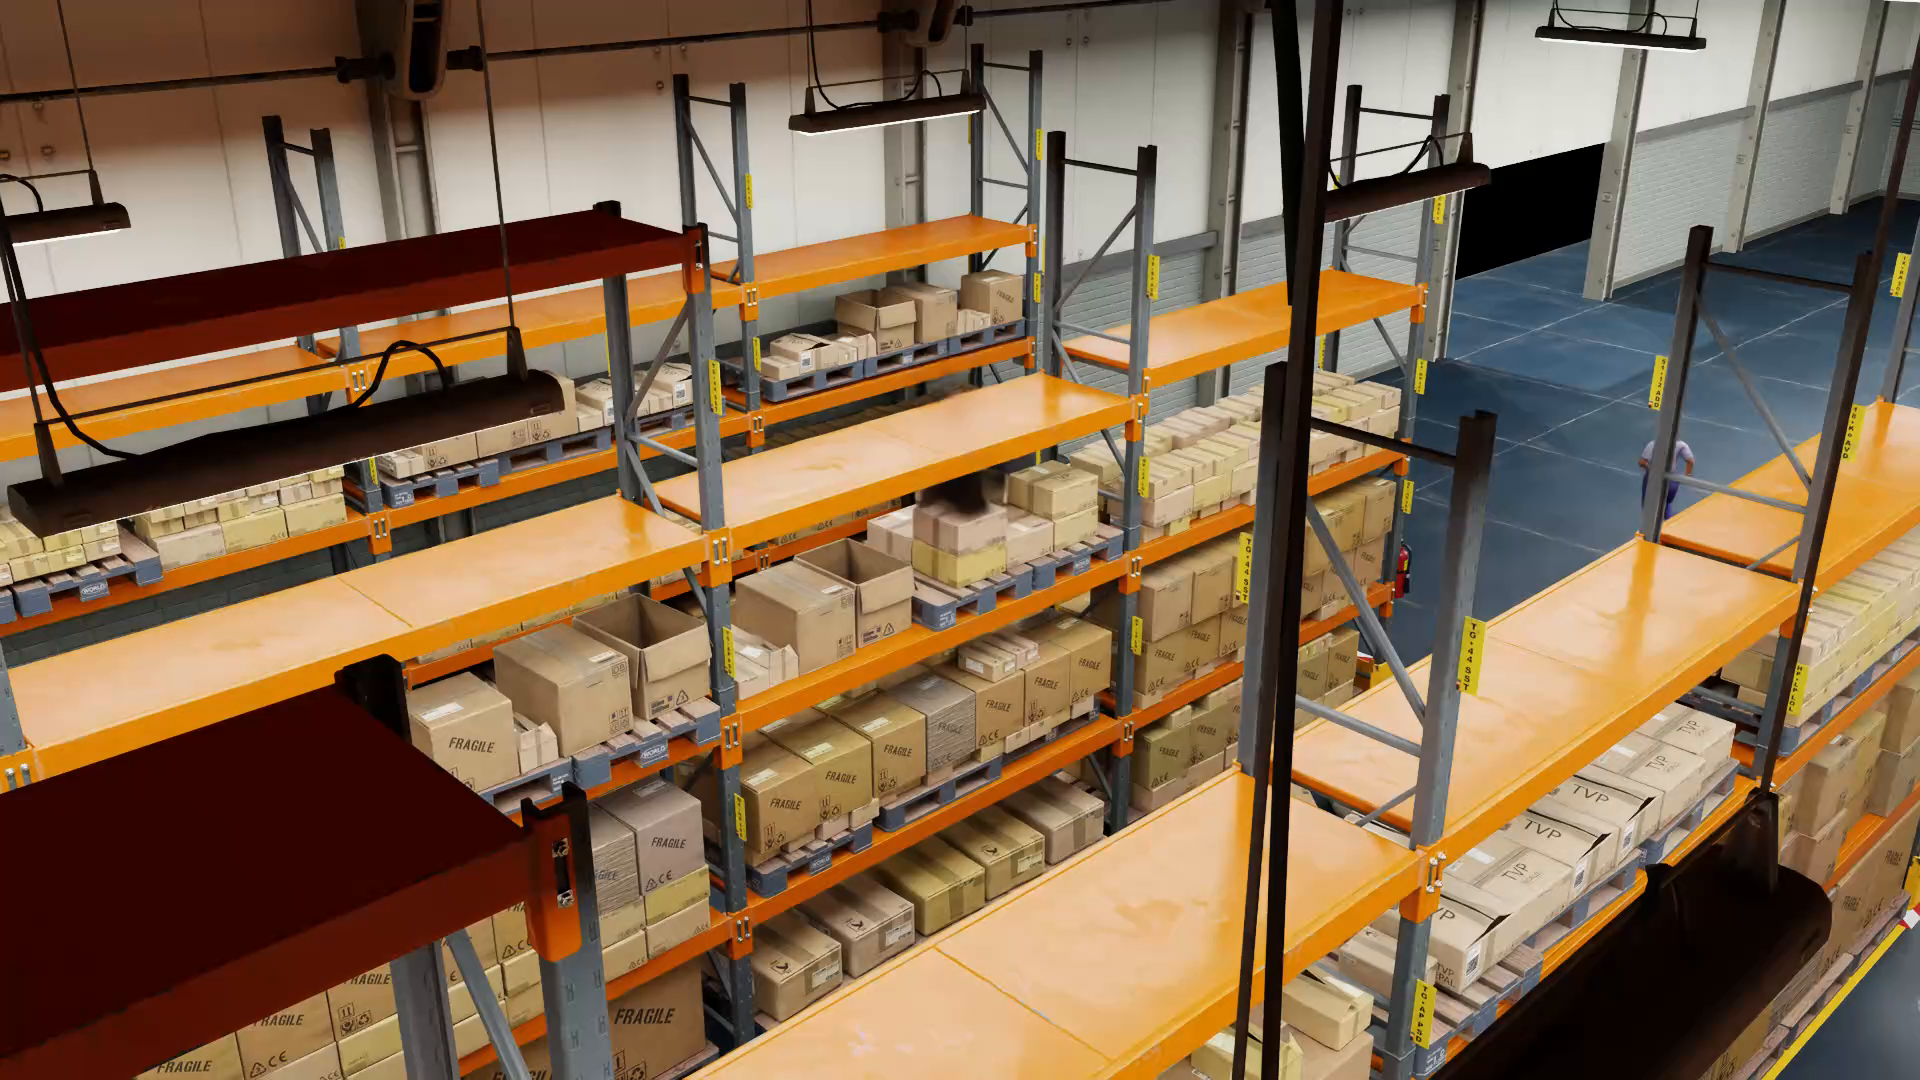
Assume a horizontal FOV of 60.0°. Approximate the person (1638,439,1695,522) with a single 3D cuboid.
[{"bbox_3d":[8.624,-0.695,20.468,0.634,1.604,0.559,3,23,7],"label":"person"}]
